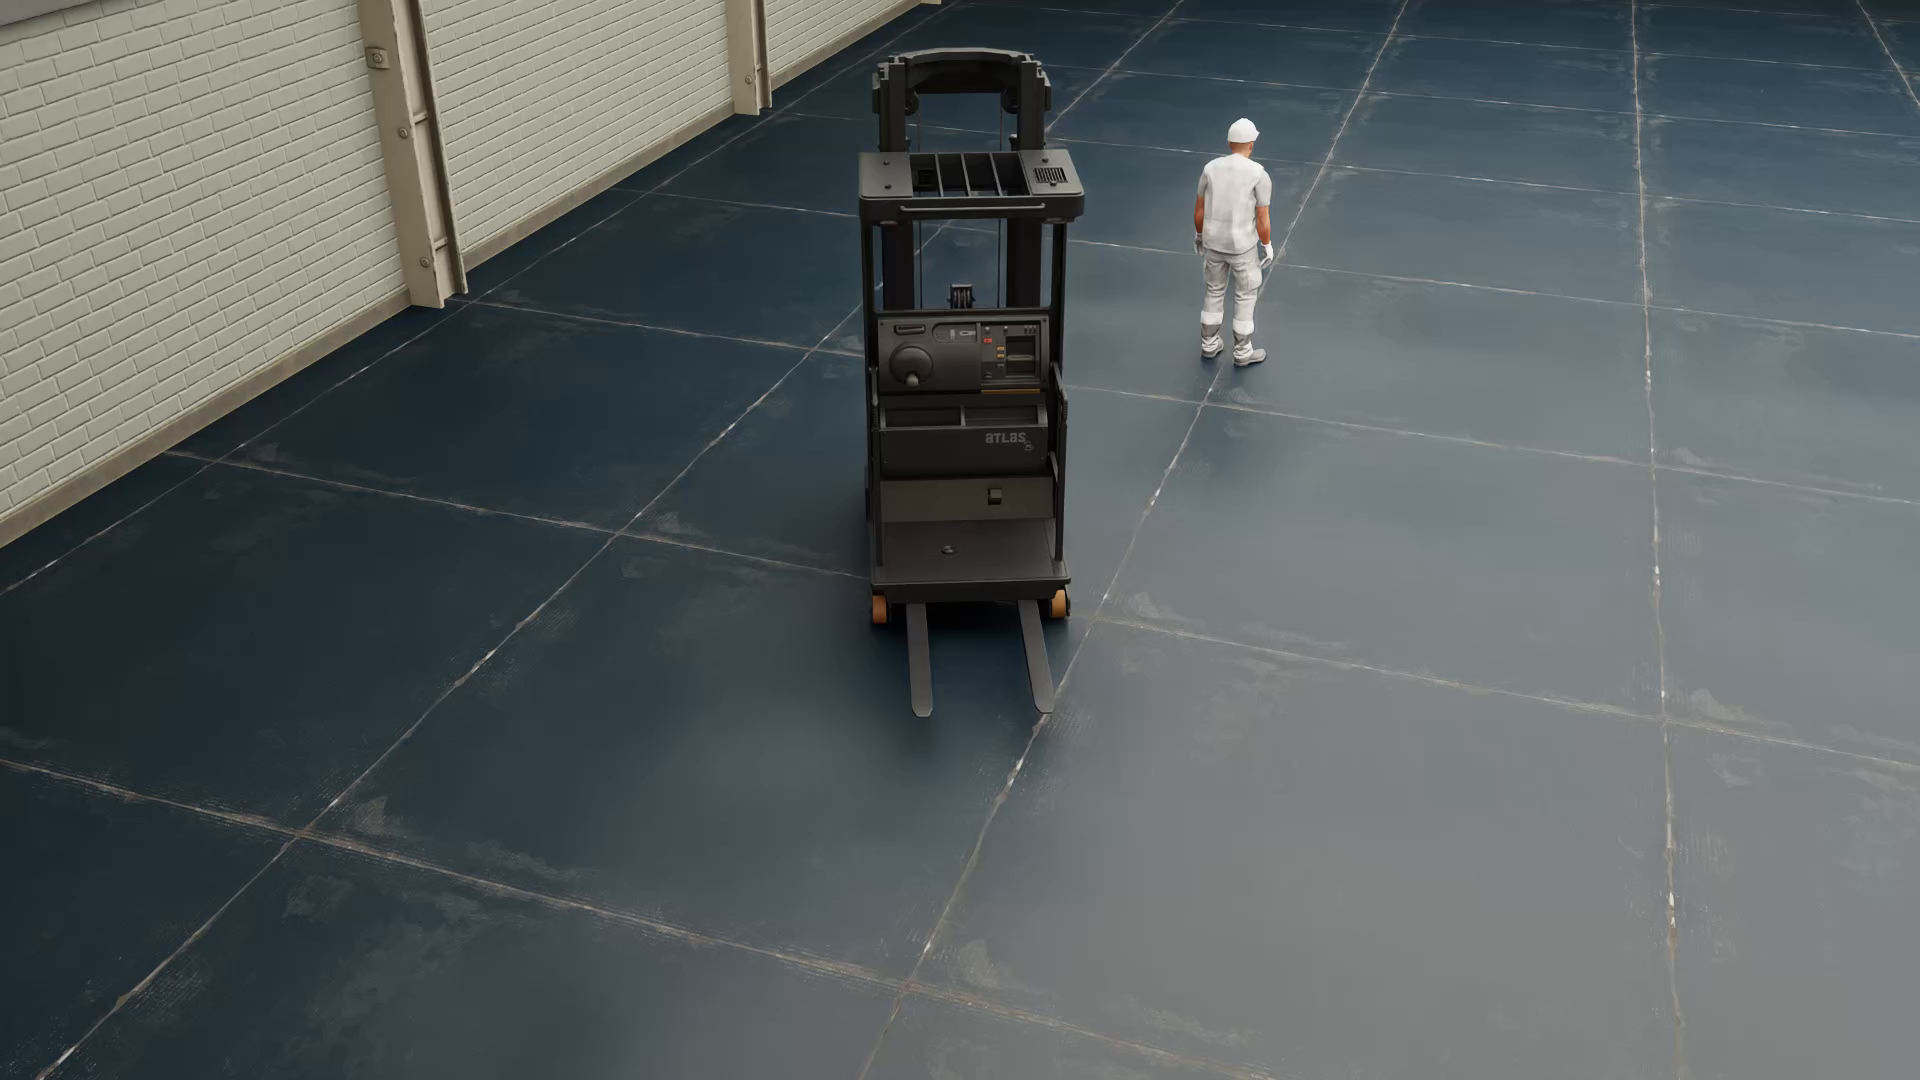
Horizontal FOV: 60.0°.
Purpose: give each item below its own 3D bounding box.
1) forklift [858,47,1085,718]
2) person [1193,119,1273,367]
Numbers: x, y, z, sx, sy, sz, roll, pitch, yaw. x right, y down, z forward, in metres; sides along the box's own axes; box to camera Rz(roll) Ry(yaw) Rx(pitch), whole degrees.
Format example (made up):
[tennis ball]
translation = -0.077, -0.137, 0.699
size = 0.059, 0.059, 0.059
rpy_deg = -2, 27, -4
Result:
[forklift]
translation = 0.035, -0.972, 8.842
size = 1.130, 2.935, 3.031
rpy_deg = -2, 30, -3
[person]
translation = 1.984, -2.157, 12.088
size = 0.617, 1.778, 0.453
rpy_deg = 18, 34, 29
